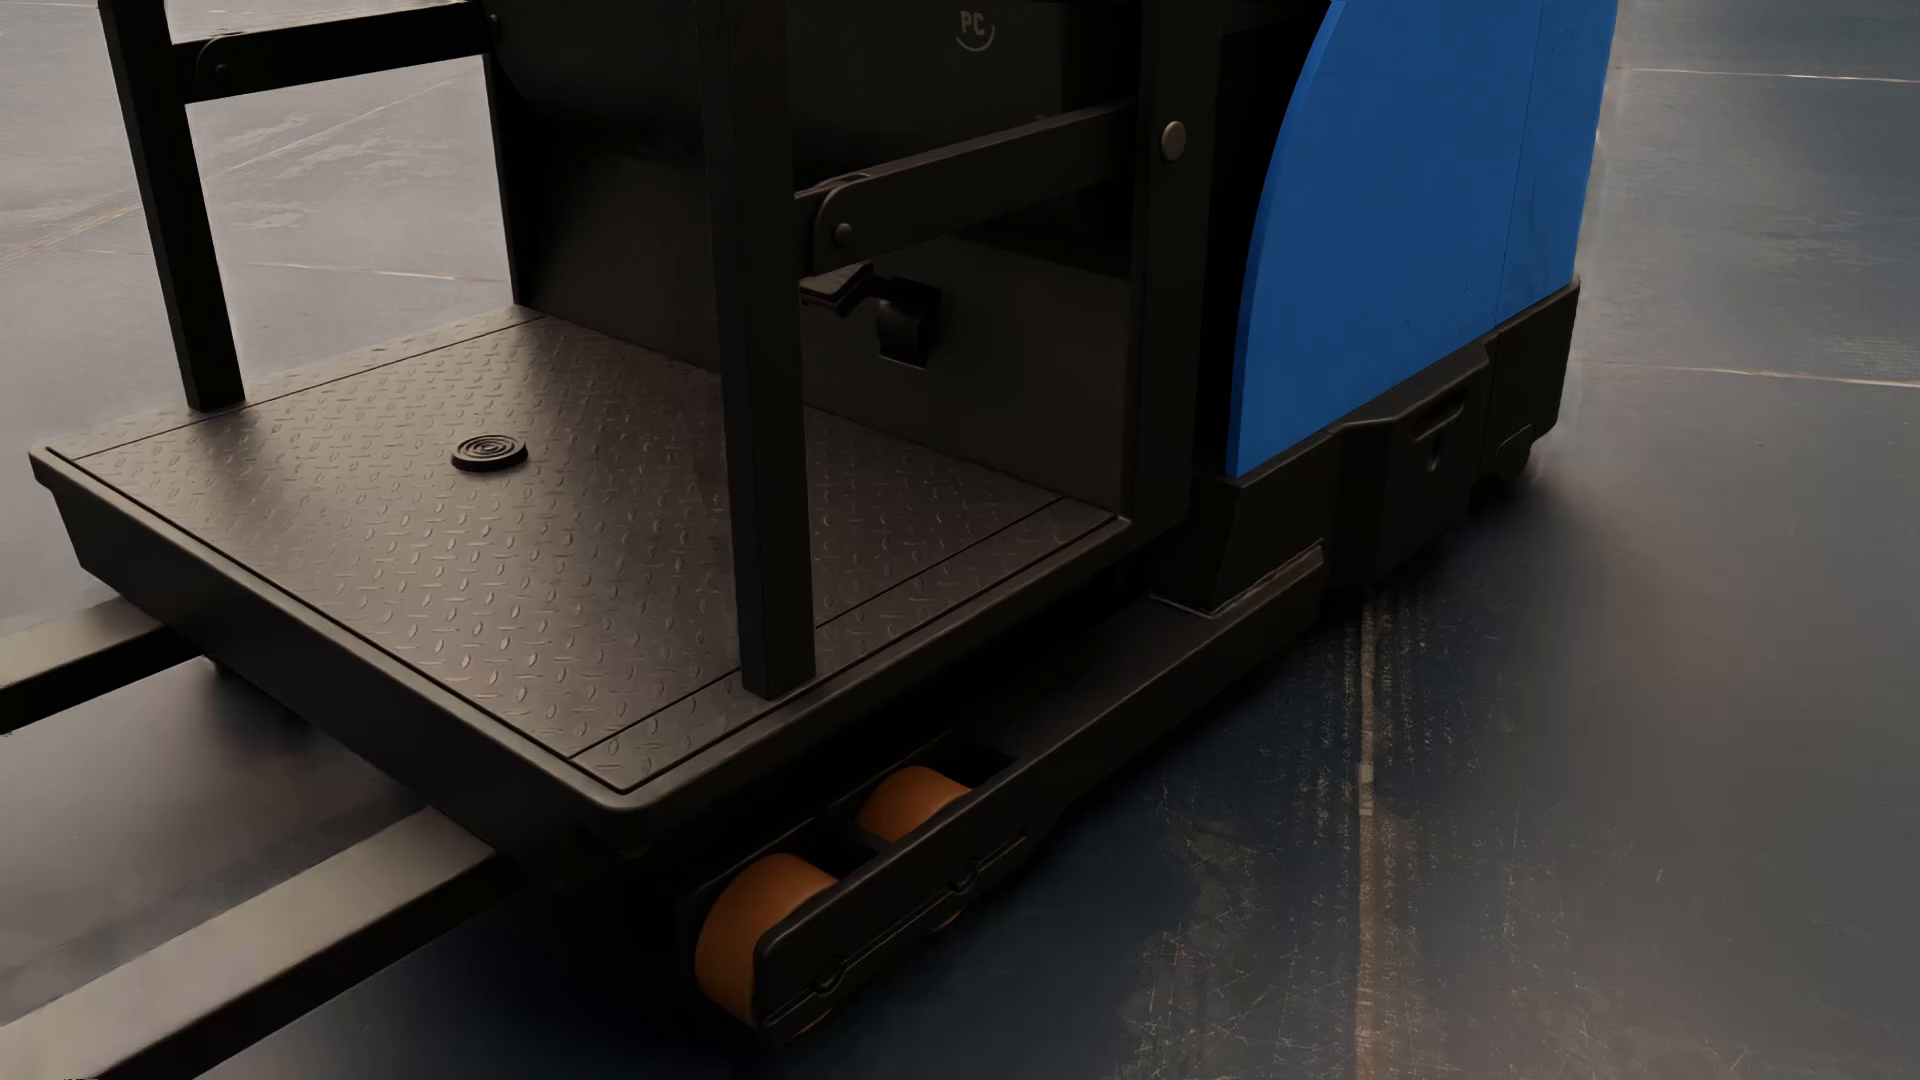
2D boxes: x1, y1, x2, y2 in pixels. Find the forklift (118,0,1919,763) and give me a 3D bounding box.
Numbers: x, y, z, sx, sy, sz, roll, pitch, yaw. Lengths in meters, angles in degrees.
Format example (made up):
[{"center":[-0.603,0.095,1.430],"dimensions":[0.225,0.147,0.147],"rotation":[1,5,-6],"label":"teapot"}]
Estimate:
[{"center":[0.600,-1.354,1.930],"dimensions":[3.031,2.935,1.130],"rotation":[-4,27,-9],"label":"forklift"}]
